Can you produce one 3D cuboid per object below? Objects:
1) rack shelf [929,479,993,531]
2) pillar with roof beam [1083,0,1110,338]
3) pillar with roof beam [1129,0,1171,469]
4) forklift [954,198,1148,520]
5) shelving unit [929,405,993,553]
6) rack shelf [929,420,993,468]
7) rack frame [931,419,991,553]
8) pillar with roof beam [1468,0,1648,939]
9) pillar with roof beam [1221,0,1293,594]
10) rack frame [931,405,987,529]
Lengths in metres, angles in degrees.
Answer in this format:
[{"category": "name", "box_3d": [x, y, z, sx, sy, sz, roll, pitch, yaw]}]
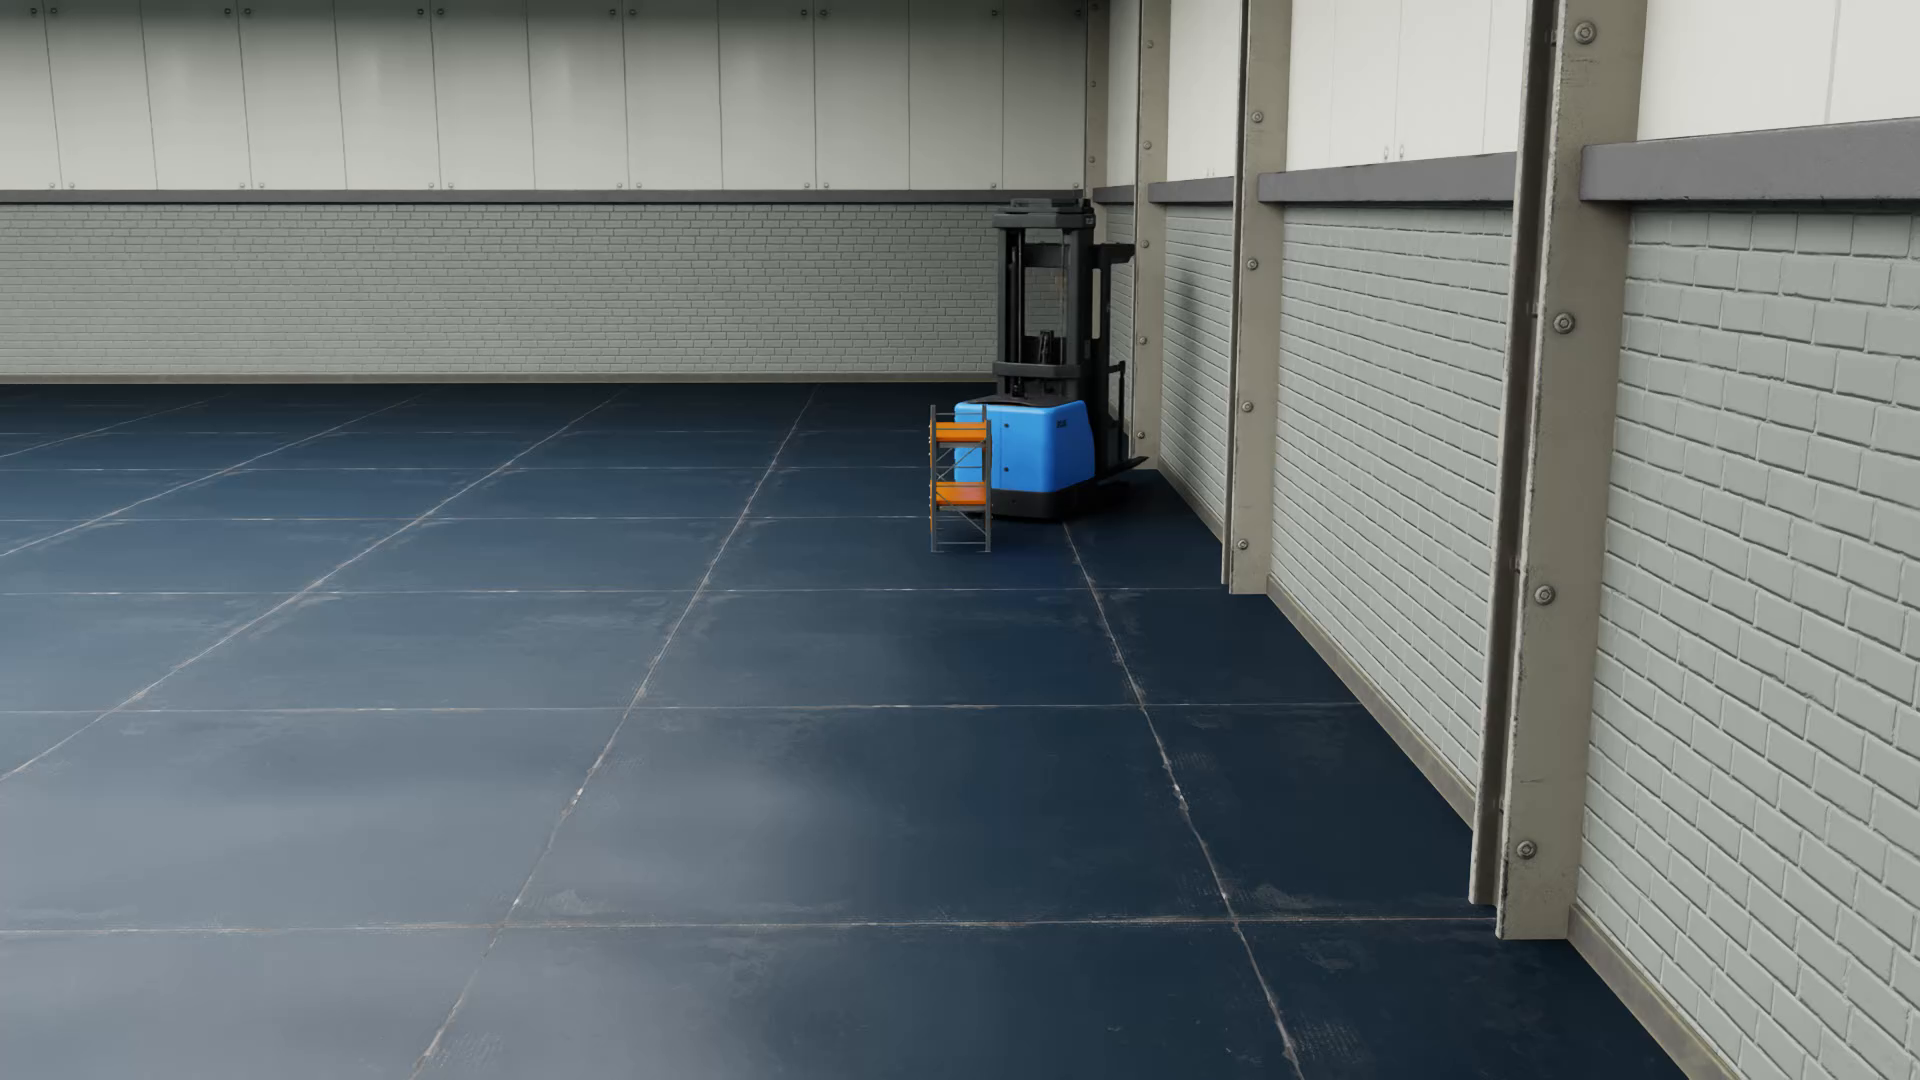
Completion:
[{"category": "rack shelf", "box_3d": [0.000, -0.310, 14.489, 0.538, 0.278, 1.000, 0, 11, -1]}, {"category": "pillar with roof beam", "box_3d": [-2.362, -6.410, 23.520, 9.100, 9.000, 0.400, 0, 11, -1]}, {"category": "pillar with roof beam", "box_3d": [-2.238, -5.217, 17.641, 9.100, 9.000, 0.400, 0, 11, -1]}, {"category": "forklift", "box_3d": [1.043, -1.867, 16.392, 1.130, 2.935, 3.031, 6, 13, 26]}, {"category": "shelving unit", "box_3d": [0.000, -0.550, 14.441, 0.538, 1.125, 1.048, 0, 11, -1]}, {"category": "rack shelf", "box_3d": [0.000, -0.837, 14.382, 0.538, 0.278, 1.000, 0, 11, -1]}, {"category": "rack frame", "box_3d": [0.011, -0.449, 13.943, 0.500, 1.125, 0.032, 0, 11, -1]}, {"category": "pillar with roof beam", "box_3d": [-1.990, -2.831, 5.883, 9.100, 9.000, 0.400, 0, 11, -1]}, {"category": "pillar with roof beam", "box_3d": [-2.114, -4.024, 11.762, 9.100, 9.000, 0.400, 0, 11, -1]}, {"category": "rack frame", "box_3d": [-0.010, -0.651, 14.939, 0.500, 1.125, 0.032, 0, 11, -1]}]
